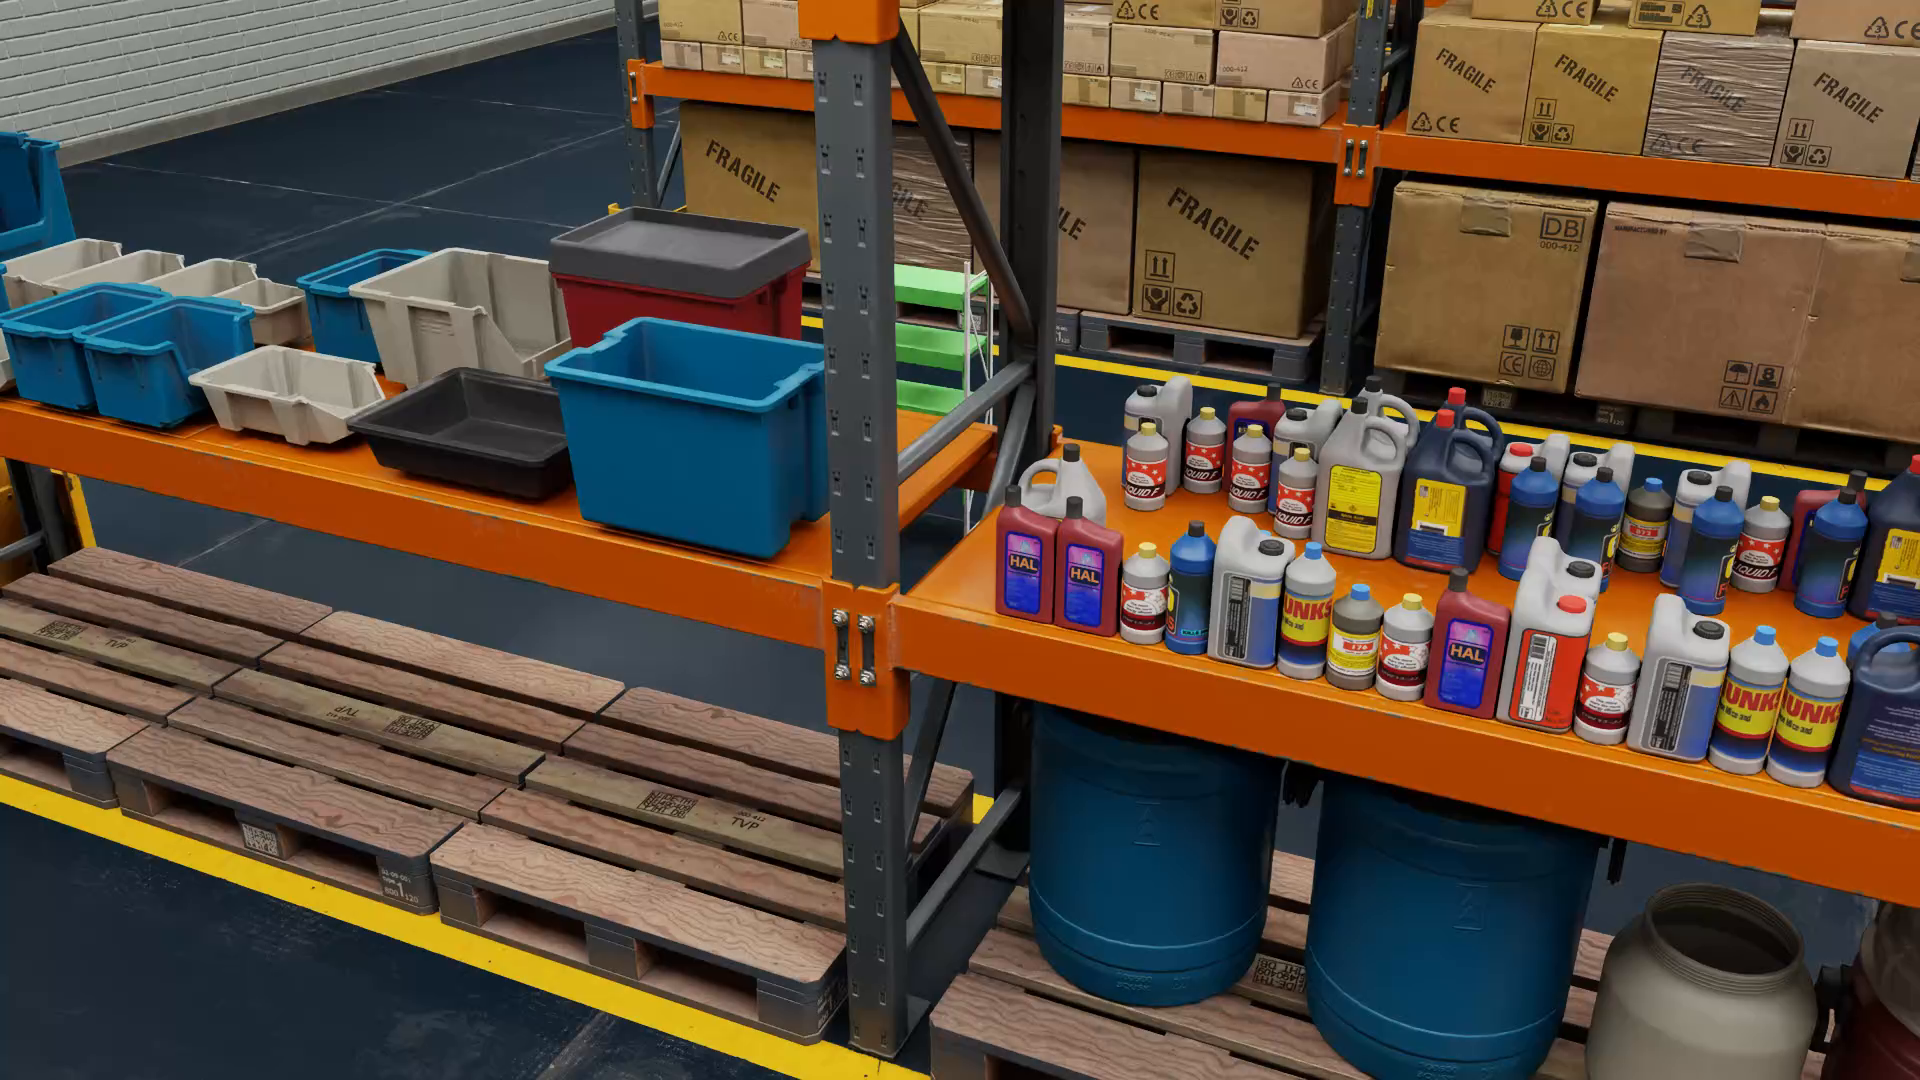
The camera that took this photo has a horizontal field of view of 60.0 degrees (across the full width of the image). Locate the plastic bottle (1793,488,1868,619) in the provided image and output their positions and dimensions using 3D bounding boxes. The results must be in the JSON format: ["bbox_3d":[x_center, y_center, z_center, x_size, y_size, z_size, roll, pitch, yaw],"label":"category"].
[{"bbox_3d":[1.815,0.022,3.455,0.097,0.271,0.097,0,26,0],"label":"plastic bottle"}]

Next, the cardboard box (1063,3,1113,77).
[{"bbox_3d":[0.587,-2.483,8.230,0.500,0.250,0.500,12,29,23],"label":"cardboard box"}]

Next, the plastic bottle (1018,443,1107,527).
[{"bbox_3d":[0.207,-0.039,3.489,0.185,0.351,0.144,11,28,22],"label":"plastic bottle"}]

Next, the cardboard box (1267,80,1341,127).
[{"bbox_3d":[1.621,-2.066,7.835,0.250,0.149,0.380,12,28,22],"label":"cardboard box"}]

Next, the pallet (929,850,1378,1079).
[{"bbox_3d":[0.669,1.146,4.184,1.213,0.211,1.003,11,28,22],"label":"pallet"}]

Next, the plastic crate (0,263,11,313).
[{"bbox_3d":[-2.969,-0.648,4.793,0.300,0.233,0.416,11,28,22],"label":"plastic crate"}]

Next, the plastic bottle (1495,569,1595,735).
[{"bbox_3d":[1.091,0.200,3.089,0.135,0.276,0.152,11,28,22],"label":"plastic bottle"}]

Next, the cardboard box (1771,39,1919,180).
[{"bbox_3d":[3.736,-1.839,6.977,0.500,0.500,0.500,12,29,23],"label":"cardboard box"}]

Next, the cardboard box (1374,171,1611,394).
[{"bbox_3d":[2.625,-1.381,8.089,0.875,0.875,1.225,11,28,22],"label":"cardboard box"}]

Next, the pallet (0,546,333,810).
[{"bbox_3d":[-2.922,0.423,5.652,1.213,0.211,1.003,11,28,22],"label":"pallet"}]

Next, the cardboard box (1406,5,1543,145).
[{"bbox_3d":[2.350,-2.115,7.536,0.500,0.500,0.500,11,28,22],"label":"cardboard box"}]

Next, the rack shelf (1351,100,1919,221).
[{"bbox_3d":[3.855,-1.566,7.350,4.000,0.370,1.077,11,28,22],"label":"rack shelf"}]

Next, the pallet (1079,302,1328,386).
[{"bbox_3d":[1.375,-1.174,8.896,1.213,0.211,1.003,11,28,22],"label":"pallet"}]

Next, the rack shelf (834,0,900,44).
[{"bbox_3d":[1.805,-0.920,2.642,4.000,0.370,1.077,11,28,22],"label":"rack shelf"}]

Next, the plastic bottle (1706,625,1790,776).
[{"bbox_3d":[1.396,0.276,2.938,0.097,0.271,0.097,0,26,0],"label":"plastic bottle"}]

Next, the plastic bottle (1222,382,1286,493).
[{"bbox_3d":[0.706,-0.245,3.983,0.133,0.283,0.061,11,28,22],"label":"plastic bottle"}]

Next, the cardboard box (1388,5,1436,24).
[{"bbox_3d":[4.794,-5.600,17.153,0.875,0.438,0.875,10,28,20],"label":"cardboard box"}]

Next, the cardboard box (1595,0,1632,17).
[{"bbox_3d":[3.021,-2.230,7.771,0.500,0.500,0.500,12,29,23],"label":"cardboard box"}]

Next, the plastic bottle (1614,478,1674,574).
[{"bbox_3d":[1.508,-0.038,3.656,0.097,0.201,0.097,0,26,0],"label":"plastic bottle"}]

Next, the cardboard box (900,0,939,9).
[{"bbox_3d":[-0.352,-3.008,8.449,0.500,0.500,0.500,11,28,20],"label":"cardboard box"}]

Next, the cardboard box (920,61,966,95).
[{"bbox_3d":[-0.020,-2.395,8.503,0.250,0.149,0.380,11,28,21],"label":"cardboard box"}]

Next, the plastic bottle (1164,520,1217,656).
[{"bbox_3d":[0.464,0.089,3.319,0.097,0.271,0.097,0,26,0],"label":"plastic bottle"}]

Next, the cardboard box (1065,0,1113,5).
[{"bbox_3d":[0.784,-3.034,8.500,0.500,0.500,0.500,10,28,20],"label":"cardboard box"}]

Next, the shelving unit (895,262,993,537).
[{"bbox_3d":[-0.151,-0.569,6.546,0.503,1.200,0.258,11,28,22],"label":"shelving unit"}]

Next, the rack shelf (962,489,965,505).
[{"bbox_3d":[-0.151,-0.296,6.681,0.480,0.148,0.258,11,28,22],"label":"rack shelf"}]

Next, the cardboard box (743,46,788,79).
[{"bbox_3d":[-0.953,-2.583,8.884,0.250,0.149,0.380,11,28,21],"label":"cardboard box"}]

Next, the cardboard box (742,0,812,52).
[{"bbox_3d":[-0.806,-2.763,8.800,0.500,0.250,0.500,11,28,21],"label":"cardboard box"}]

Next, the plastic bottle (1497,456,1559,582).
[{"bbox_3d":[1.234,-0.051,3.603,0.097,0.271,0.097,0,26,0],"label":"plastic bottle"}]

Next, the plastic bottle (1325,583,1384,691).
[{"bbox_3d":[0.764,0.181,3.212,0.097,0.201,0.097,0,26,0],"label":"plastic bottle"}]

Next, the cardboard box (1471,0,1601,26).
[{"bbox_3d":[2.619,-2.636,7.459,0.637,0.503,0.797,11,28,20],"label":"cardboard box"}]

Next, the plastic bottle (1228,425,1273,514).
[{"bbox_3d":[0.690,-0.173,3.930,0.097,0.201,0.097,0,26,0],"label":"plastic bottle"}]

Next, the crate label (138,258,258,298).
[{"bbox_3d":[-2.318,-0.727,5.061,0.243,0.136,0.396,11,28,22],"label":"crate label"}]

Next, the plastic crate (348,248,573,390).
[{"bbox_3d":[-1.330,-0.590,4.619,0.530,0.282,0.437,11,28,22],"label":"plastic crate"}]

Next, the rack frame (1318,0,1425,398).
[{"bbox_3d":[2.034,-2.255,7.933,0.127,3.000,1.000,11,28,22],"label":"rack frame"}]

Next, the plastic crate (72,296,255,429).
[{"bbox_3d":[-2.097,-0.473,4.437,0.300,0.233,0.416,11,28,22],"label":"plastic crate"}]

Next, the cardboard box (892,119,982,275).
[{"bbox_3d":[-0.163,-1.970,9.285,0.875,0.875,0.875,11,28,22],"label":"cardboard box"}]

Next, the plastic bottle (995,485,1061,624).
[{"bbox_3d":[0.141,0.028,3.430,0.133,0.283,0.061,11,28,22],"label":"plastic bottle"}]

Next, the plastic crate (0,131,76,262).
[{"bbox_3d":[-3.275,-1.051,5.381,0.499,0.435,0.616,11,28,22],"label":"plastic crate"}]

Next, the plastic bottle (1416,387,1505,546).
[{"bbox_3d":[1.125,-0.171,3.756,0.185,0.351,0.144,11,28,22],"label":"plastic bottle"}]

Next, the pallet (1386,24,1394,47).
[{"bbox_3d":[4.362,-5.381,17.441,1.213,0.211,1.003,11,28,22],"label":"pallet"}]

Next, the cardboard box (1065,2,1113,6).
[{"bbox_3d":[0.791,-2.697,8.666,0.500,0.250,0.500,12,29,23],"label":"cardboard box"}]

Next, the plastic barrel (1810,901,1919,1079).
[{"bbox_3d":[2.145,1.073,3.430,0.708,0.588,0.600,11,28,22],"label":"plastic barrel"}]

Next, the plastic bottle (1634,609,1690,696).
[{"bbox_3d":[1.337,0.222,3.128,0.097,0.201,0.097,0,26,0],"label":"plastic bottle"}]

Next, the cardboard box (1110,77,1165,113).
[{"bbox_3d":[0.919,-2.207,8.121,0.250,0.149,0.380,12,29,23],"label":"cardboard box"}]

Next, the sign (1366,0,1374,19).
[{"bbox_3d":[1.806,-2.455,7.271,0.005,0.325,0.100,11,28,22],"label":"sign"}]

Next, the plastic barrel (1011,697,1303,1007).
[{"bbox_3d":[0.472,0.596,4.043,0.708,0.901,0.600,11,28,22],"label":"plastic barrel"}]

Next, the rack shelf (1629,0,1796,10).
[{"bbox_3d":[6.000,-3.542,11.363,4.000,0.370,1.077,11,28,22],"label":"rack shelf"}]

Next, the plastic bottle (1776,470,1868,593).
[{"bbox_3d":[1.831,-0.019,3.524,0.133,0.283,0.061,11,28,22],"label":"plastic bottle"}]
